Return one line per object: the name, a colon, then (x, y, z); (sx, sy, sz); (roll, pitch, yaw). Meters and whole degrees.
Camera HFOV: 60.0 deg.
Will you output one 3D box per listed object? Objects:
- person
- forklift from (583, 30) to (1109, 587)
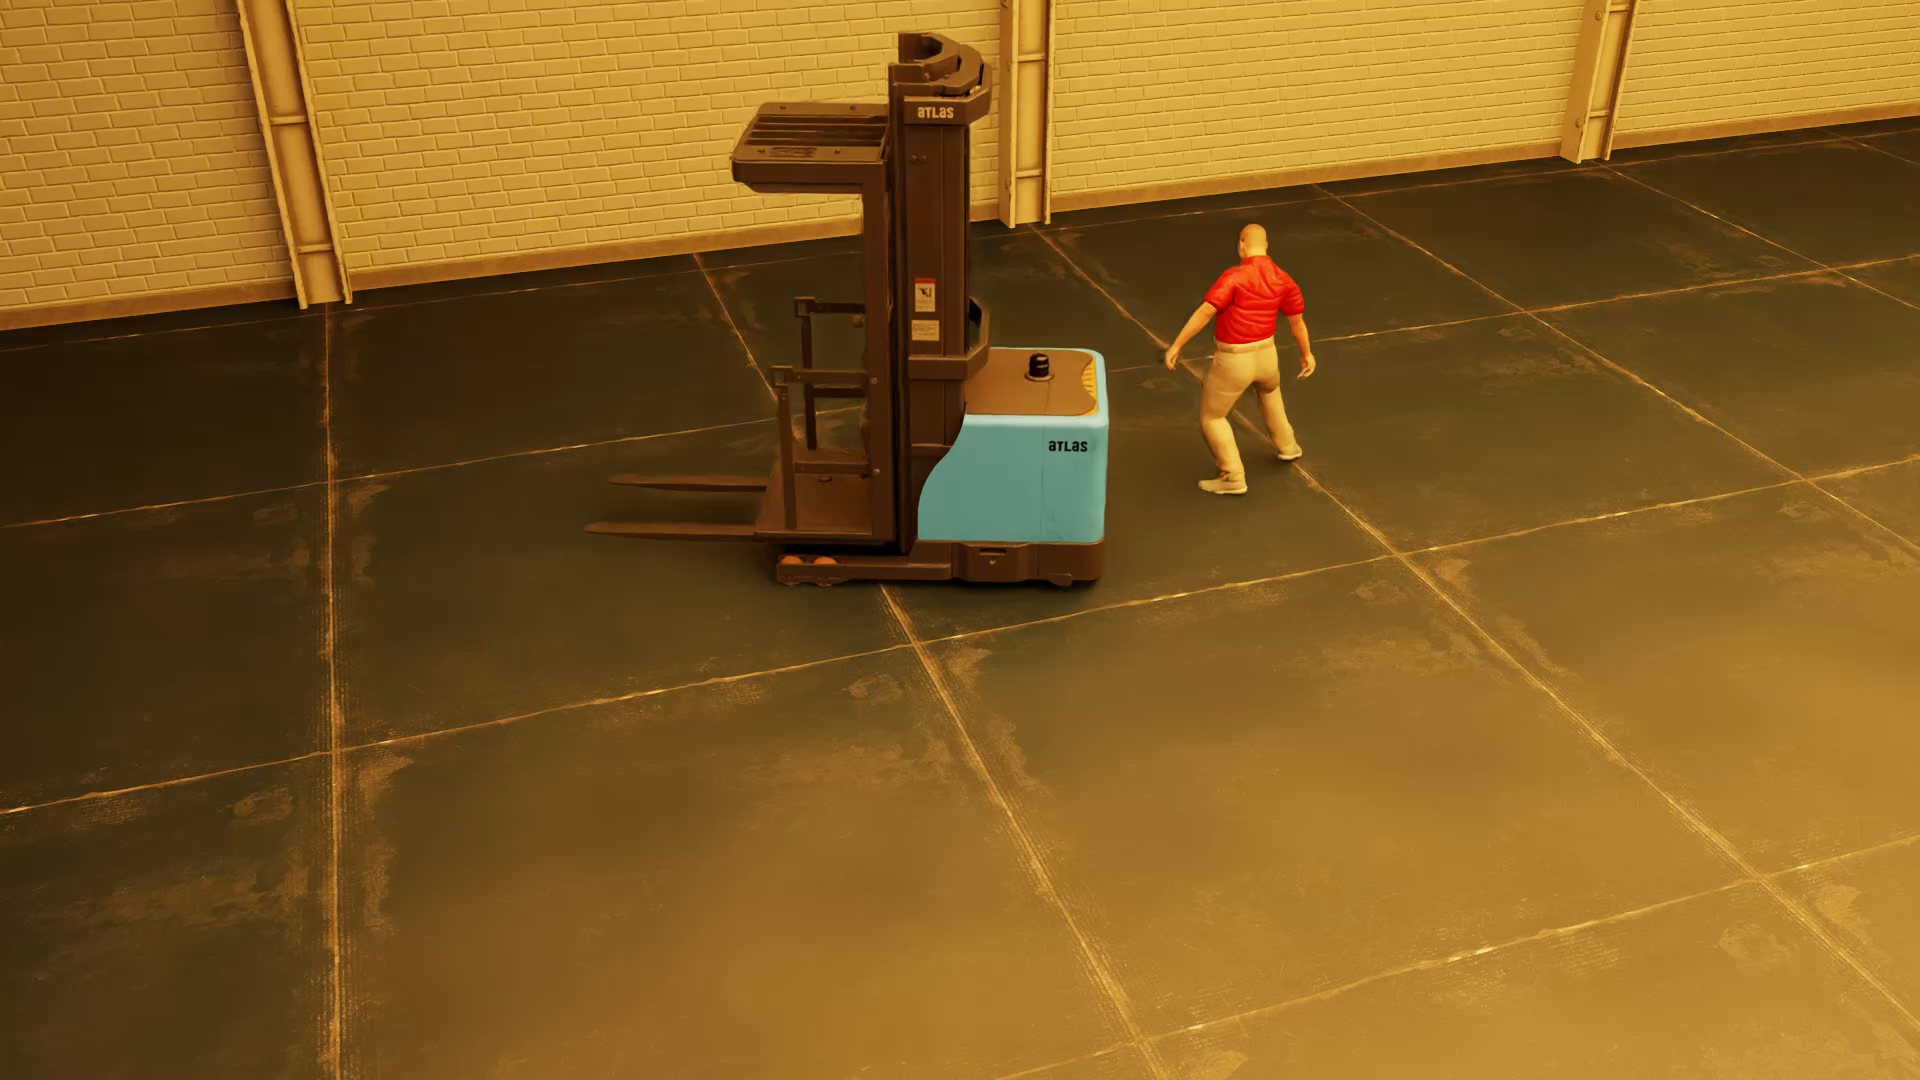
person: (1.782, -1.104, 10.328); (1.124, 1.668, 0.477); (-13, 32, -22)
forklift: (-0.670, -1.266, 9.288); (3.031, 2.935, 1.130); (1, 30, 2)
